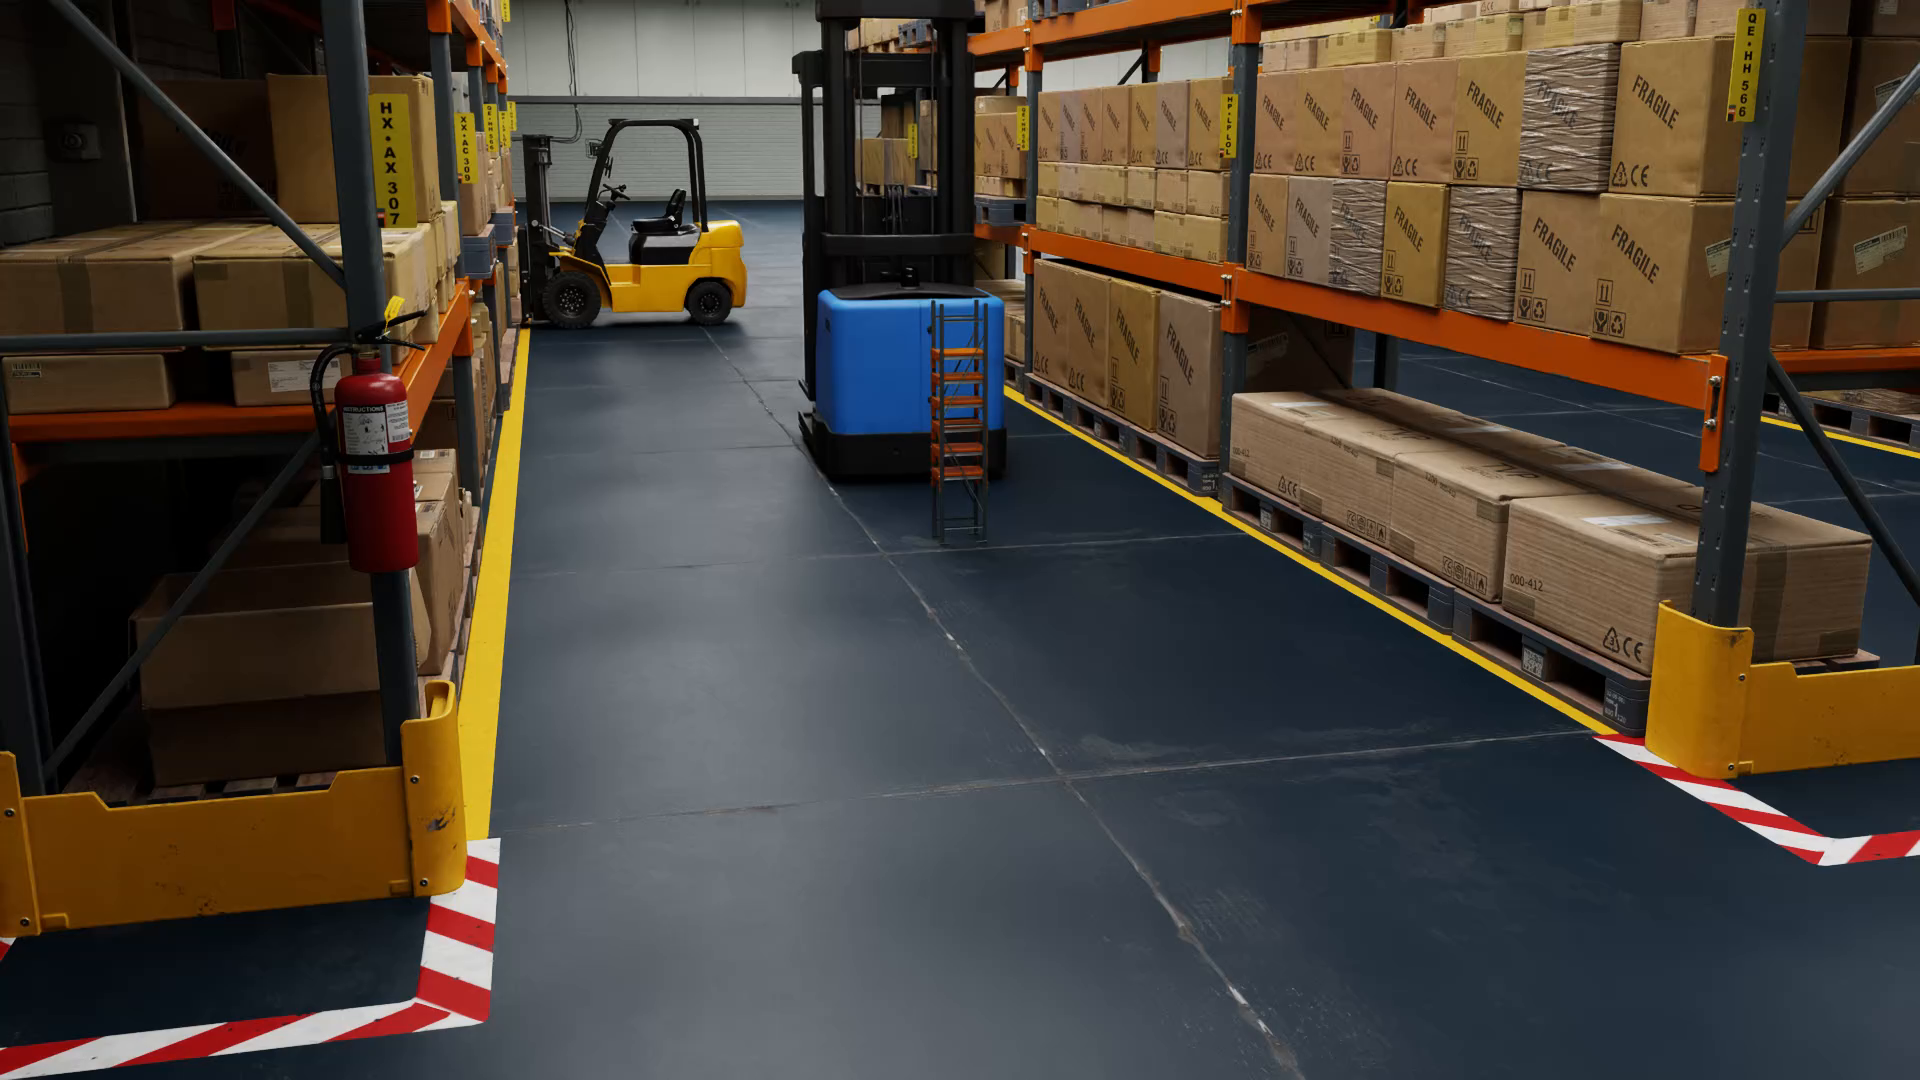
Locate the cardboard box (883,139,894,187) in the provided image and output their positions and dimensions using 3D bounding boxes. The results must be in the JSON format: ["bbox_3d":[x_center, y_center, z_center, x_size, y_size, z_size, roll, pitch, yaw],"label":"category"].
[{"bbox_3d":[-0.535,-4.055,17.867,0.500,0.500,0.500,-3,14,-12],"label":"cardboard box"}]

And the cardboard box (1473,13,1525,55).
[{"bbox_3d":[2.251,-1.980,6.525,0.380,0.149,0.250,-3,14,-12],"label":"cardboard box"}]

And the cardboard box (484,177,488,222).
[{"bbox_3d":[-2.833,-1.893,9.254,0.396,0.266,0.258,-3,14,-10],"label":"cardboard box"}]

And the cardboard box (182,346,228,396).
[{"bbox_3d":[-2.279,-0.491,4.646,0.380,0.149,0.250,-3,14,-12],"label":"cardboard box"}]

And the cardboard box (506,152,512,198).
[{"bbox_3d":[-5.215,-4.010,18.311,0.500,0.500,0.500,-3,14,-11],"label":"cardboard box"}]

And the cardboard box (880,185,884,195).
[{"bbox_3d":[-0.675,-3.823,18.284,0.380,0.149,0.250,-3,14,-13],"label":"cardboard box"}]

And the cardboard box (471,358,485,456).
[{"bbox_3d":[-3.022,-0.764,9.616,0.500,0.500,0.500,-4,14,-15],"label":"cardboard box"}]

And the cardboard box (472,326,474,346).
[{"bbox_3d":[-3.173,-1.233,10.168,0.380,0.149,0.250,-4,14,-16],"label":"cardboard box"}]

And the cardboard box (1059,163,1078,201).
[{"bbox_3d":[1.004,-2.533,11.737,0.500,0.250,0.500,-3,14,-12],"label":"cardboard box"}]

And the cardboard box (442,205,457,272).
[{"bbox_3d":[-2.391,-1.265,6.976,0.500,0.250,0.500,-3,14,-13],"label":"cardboard box"}]

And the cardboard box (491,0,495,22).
[{"bbox_3d":[-4.717,-5.130,15.876,0.500,0.311,0.500,-3,14,-12],"label":"cardboard box"}]

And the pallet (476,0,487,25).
[{"bbox_3d":[-4.066,-3.852,11.952,1.213,0.211,1.003,-3,14,-11],"label":"pallet"}]

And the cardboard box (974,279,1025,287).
[{"bbox_3d":[0.191,-2.342,16.346,0.950,0.372,0.625,-3,14,-12],"label":"cardboard box"}]

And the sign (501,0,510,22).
[{"bbox_3d":[-5.168,-6.057,18.878,0.100,0.325,0.005,-3,14,-13],"label":"sign"}]

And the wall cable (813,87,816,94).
[{"bbox_3d":[-3.631,-16.736,50.803,2.305,6.003,0.169,-3,14,-13],"label":"wall cable"}]

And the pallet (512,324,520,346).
[{"bbox_3d":[-4.905,-2.089,16.534,1.003,0.211,1.213,-3,14,-13],"label":"pallet"}]

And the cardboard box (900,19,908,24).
[{"bbox_3d":[-0.301,-5.152,16.562,0.500,0.250,0.500,-3,14,-14],"label":"cardboard box"}]

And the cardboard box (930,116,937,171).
[{"bbox_3d":[0.015,-3.693,15.500,0.500,0.500,0.500,-3,14,-13],"label":"cardboard box"}]

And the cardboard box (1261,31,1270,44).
[{"bbox_3d":[3.861,-6.073,20.079,0.380,0.149,0.250,-3,14,-13],"label":"cardboard box"}]

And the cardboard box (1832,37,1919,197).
[{"bbox_3d":[3.048,-1.428,5.635,0.500,0.500,0.500,-4,14,-14],"label":"cardboard box"}]

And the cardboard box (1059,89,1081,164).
[{"bbox_3d":[1.009,-2.906,11.683,0.500,0.500,0.500,-3,14,-13],"label":"cardboard box"}]

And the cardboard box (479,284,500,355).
[{"bbox_3d":[-4.114,-1.681,13.105,0.875,0.625,0.625,-3,14,-11],"label":"cardboard box"}]

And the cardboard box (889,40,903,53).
[{"bbox_3d":[-0.533,-5.165,17.456,0.380,0.149,0.250,-3,14,-12],"label":"cardboard box"}]

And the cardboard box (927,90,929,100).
[{"bbox_3d":[-0.018,-4.564,17.845,0.700,0.500,0.500,-4,14,-14],"label":"cardboard box"}]

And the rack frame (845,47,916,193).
[{"bbox_3d":[-0.874,-4.458,20.355,1.000,3.000,0.127,-3,14,-13],"label":"rack frame"}]

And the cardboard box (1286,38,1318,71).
[{"bbox_3d":[1.842,-2.394,8.221,0.380,0.149,0.250,-3,14,-12],"label":"cardboard box"}]

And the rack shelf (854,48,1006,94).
[{"bbox_3d":[-0.405,-5.105,18.196,1.077,0.370,4.000,-3,14,-13],"label":"rack shelf"}]

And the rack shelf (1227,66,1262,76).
[{"bbox_3d":[4.383,-5.404,19.421,1.077,0.370,4.000,-3,14,-13],"label":"rack shelf"}]

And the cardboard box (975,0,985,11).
[{"bbox_3d":[0.072,-4.735,14.598,0.500,0.250,0.500,-3,14,-14],"label":"cardboard box"}]

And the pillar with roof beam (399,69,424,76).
[{"bbox_3d":[-3.635,-8.508,24.292,9.100,9.000,0.400,-3,14,-13],"label":"pillar with roof beam"}]

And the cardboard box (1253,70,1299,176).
[{"bbox_3d":[1.820,-2.101,8.389,0.500,0.500,0.500,-3,14,-13],"label":"cardboard box"}]

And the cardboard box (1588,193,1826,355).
[{"bbox_3d":[2.513,-0.912,5.630,0.500,0.500,0.500,-3,14,-13],"label":"cardboard box"}]

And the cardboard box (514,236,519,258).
[{"bbox_3d":[-4.806,-2.974,17.081,0.500,0.250,0.500,-3,14,-11],"label":"cardboard box"}]

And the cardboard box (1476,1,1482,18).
[{"bbox_3d":[5.086,-5.036,15.586,0.396,0.266,0.258,-3,14,-13],"label":"cardboard box"}]

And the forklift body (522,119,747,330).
[{"bbox_3d":[-3.480,-3.433,17.946,2.313,2.155,1.214,-3,14,-13],"label":"forklift body"}]

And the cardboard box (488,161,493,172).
[{"bbox_3d":[-3.662,-2.623,12.104,0.500,0.250,0.500,-3,14,-13],"label":"cardboard box"}]

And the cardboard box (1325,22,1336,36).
[{"bbox_3d":[4.275,-5.665,18.409,0.380,0.149,0.250,-3,14,-13],"label":"cardboard box"}]

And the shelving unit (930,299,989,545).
[{"bbox_3d":[-0.003,-0.586,8.298,0.258,1.200,0.189,-3,14,-13],"label":"shelving unit"}]

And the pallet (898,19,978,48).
[{"bbox_3d":[0.107,-4.753,15.637,1.213,0.211,1.003,-3,14,-13],"label":"pallet"}]

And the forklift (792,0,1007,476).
[{"bbox_3d":[-0.495,-2.101,10.852,1.130,2.935,3.031,-2,14,-10],"label":"forklift"}]

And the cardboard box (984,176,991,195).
[{"bbox_3d":[0.412,-2.929,13.741,0.380,0.149,0.250,-4,14,-16],"label":"cardboard box"}]

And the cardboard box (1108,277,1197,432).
[{"bbox_3d":[1.501,-1.208,10.645,0.875,0.875,0.875,-3,14,-12],"label":"cardboard box"}]

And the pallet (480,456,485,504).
[{"bbox_3d":[-3.108,-0.243,8.979,1.003,0.211,1.213,-3,14,-13],"label":"pallet"}]

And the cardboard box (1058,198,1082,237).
[{"bbox_3d":[1.013,-2.296,11.819,0.500,0.250,0.500,-4,14,-15],"label":"cardboard box"}]

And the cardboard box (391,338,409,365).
[{"bbox_3d":[-1.951,-0.635,5.237,0.380,0.149,0.250,-3,14,-11],"label":"cardboard box"}]

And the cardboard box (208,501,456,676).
[{"bbox_3d":[-2.155,0.175,5.773,0.700,0.500,0.500,-3,14,-11],"label":"cardboard box"}]

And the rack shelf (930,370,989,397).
[{"bbox_3d":[-0.003,-0.776,8.252,0.258,0.103,0.180,-3,14,-13],"label":"rack shelf"}]

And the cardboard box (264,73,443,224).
[{"bbox_3d":[-2.138,-1.391,5.911,0.500,0.500,0.500,-3,14,-12],"label":"cardboard box"}]

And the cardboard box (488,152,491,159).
[{"bbox_3d":[-3.921,-3.086,13.161,0.380,0.149,0.250,-3,14,-12],"label":"cardboard box"}]

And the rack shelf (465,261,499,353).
[{"bbox_3d":[-3.350,-1.524,9.862,1.077,0.370,4.000,-3,14,-13],"label":"rack shelf"}]

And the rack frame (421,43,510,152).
[{"bbox_3d":[-5.698,-4.181,19.219,1.000,3.000,0.127,-3,14,-13],"label":"rack frame"}]

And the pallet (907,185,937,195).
[{"bbox_3d":[0.103,-3.258,15.846,1.003,0.211,1.213,-3,14,-13],"label":"pallet"}]
